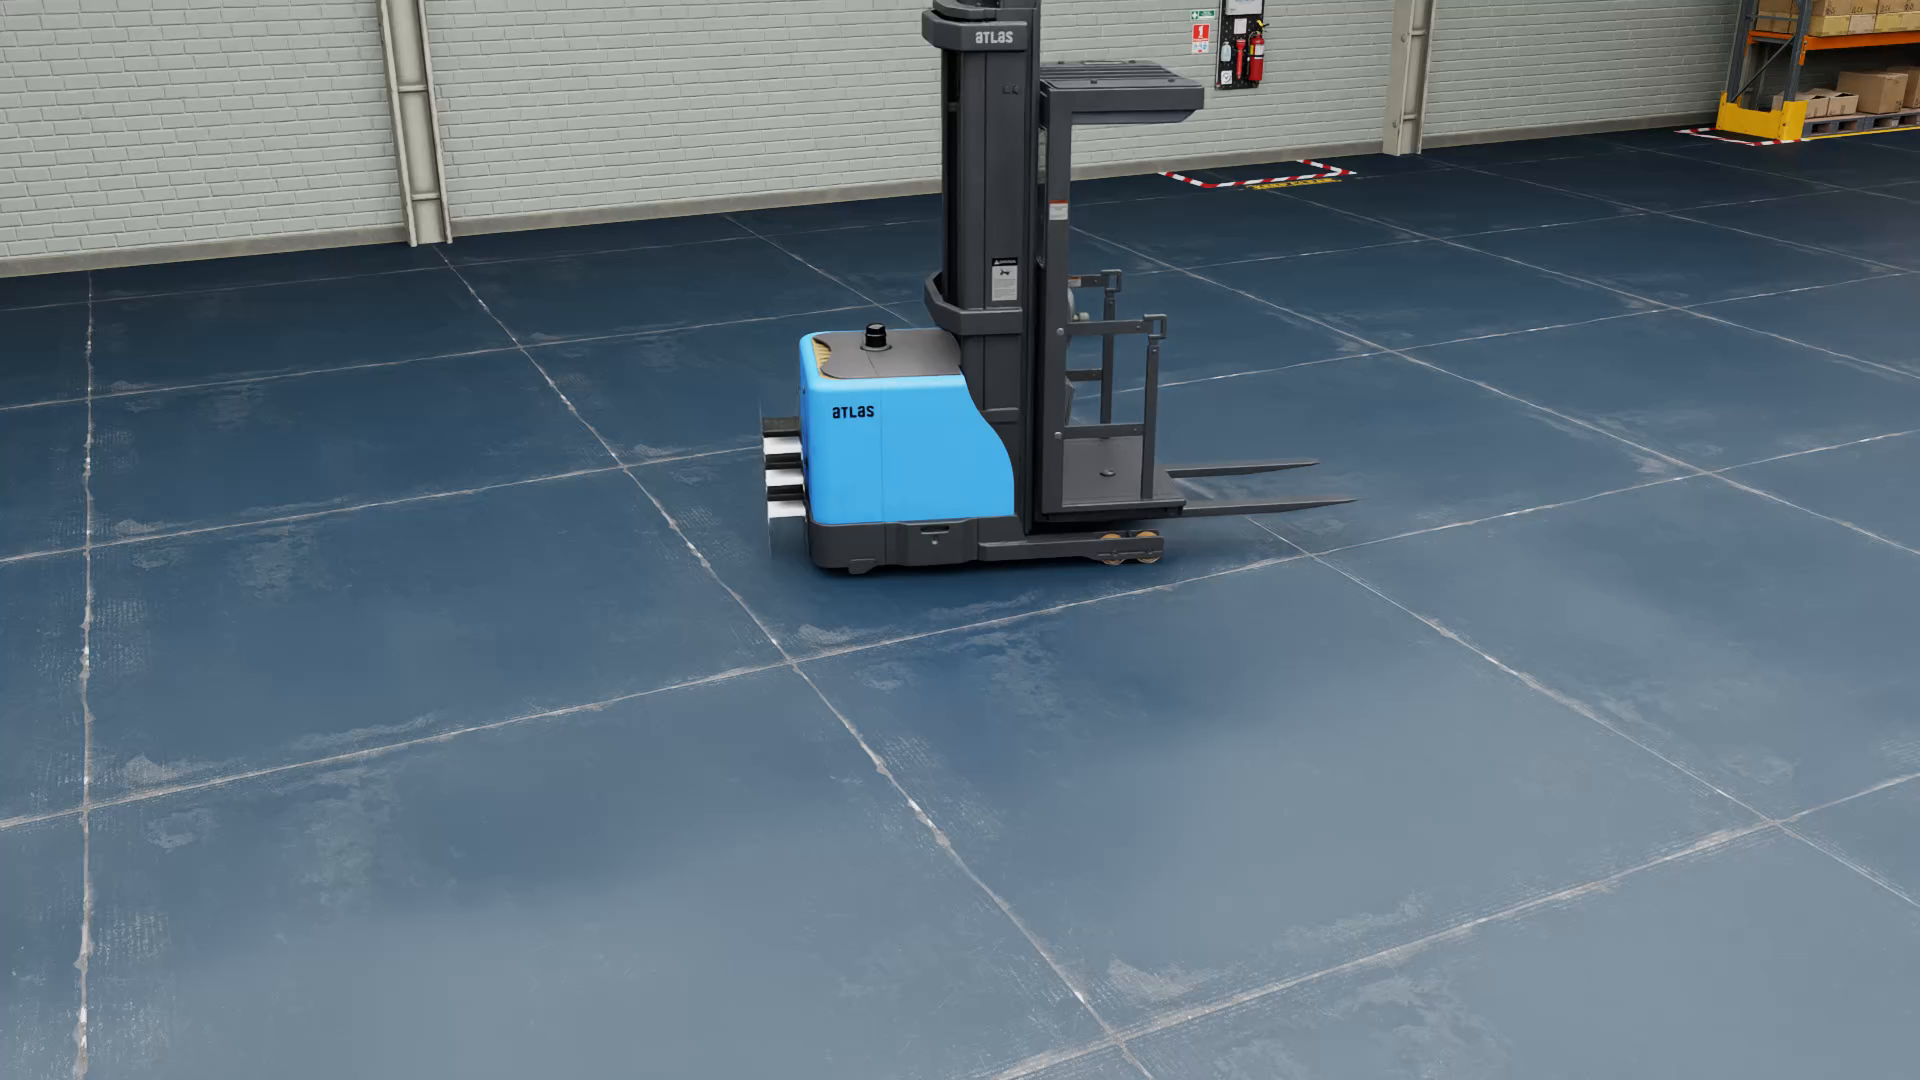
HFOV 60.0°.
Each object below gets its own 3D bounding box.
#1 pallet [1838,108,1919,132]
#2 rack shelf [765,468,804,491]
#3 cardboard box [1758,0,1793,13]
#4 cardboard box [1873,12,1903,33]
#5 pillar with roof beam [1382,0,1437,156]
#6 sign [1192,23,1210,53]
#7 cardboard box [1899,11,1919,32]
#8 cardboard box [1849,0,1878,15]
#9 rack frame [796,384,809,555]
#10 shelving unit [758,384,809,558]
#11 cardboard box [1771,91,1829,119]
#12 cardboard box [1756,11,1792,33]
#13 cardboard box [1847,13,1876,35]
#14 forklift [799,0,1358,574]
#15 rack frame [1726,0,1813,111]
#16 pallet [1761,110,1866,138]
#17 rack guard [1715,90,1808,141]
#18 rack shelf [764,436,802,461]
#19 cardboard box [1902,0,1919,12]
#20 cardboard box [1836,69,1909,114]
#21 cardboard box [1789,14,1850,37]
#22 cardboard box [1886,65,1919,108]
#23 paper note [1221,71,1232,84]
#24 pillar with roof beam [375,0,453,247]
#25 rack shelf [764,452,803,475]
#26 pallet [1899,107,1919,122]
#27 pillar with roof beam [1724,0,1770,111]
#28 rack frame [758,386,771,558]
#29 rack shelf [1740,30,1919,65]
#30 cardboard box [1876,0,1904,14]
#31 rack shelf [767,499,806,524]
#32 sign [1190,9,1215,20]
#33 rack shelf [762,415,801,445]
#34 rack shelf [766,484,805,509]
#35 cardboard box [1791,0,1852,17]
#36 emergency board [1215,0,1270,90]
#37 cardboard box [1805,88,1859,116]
[{"bbox_3d":[12.668,-5.936,23.313,1.213,0.211,1.003,-10,25,-24],"label":"pallet"},{"bbox_3d":[-0.950,-0.339,8.974,0.200,0.077,0.258,-4,23,-7],"label":"rack shelf"},{"bbox_3d":[11.087,-7.326,22.215,0.500,0.500,0.500,-11,25,-24],"label":"cardboard box"},{"bbox_3d":[12.255,-6.973,22.343,0.500,0.250,0.500,-11,25,-24],"label":"cardboard box"},{"bbox_3d":[7.471,-7.595,15.833,0.400,9.000,9.100,-10,25,-24],"label":"pillar with roof beam"},{"bbox_3d":[2.818,-5.870,19.463,0.234,0.329,0.001,-10,25,-24],"label":"sign"},{"bbox_3d":[12.712,-7.056,22.544,0.500,0.250,0.500,-10,25,-23],"label":"cardboard box"},{"bbox_3d":[11.765,-7.229,21.980,0.500,0.500,0.500,-10,25,-23],"label":"cardboard box"},{"bbox_3d":[-0.850,-0.377,8.974,0.006,0.900,0.240,-4,23,-7],"label":"rack frame"},{"bbox_3d":[-0.950,-0.370,8.961,0.210,0.900,0.258,-4,23,-7],"label":"shelving unit"},{"bbox_3d":[11.417,-5.933,22.601,0.500,0.311,0.500,-14,26,-30],"label":"cardboard box"},{"bbox_3d":[11.092,-6.972,22.342,0.500,0.250,0.500,-10,25,-23],"label":"cardboard box"},{"bbox_3d":[11.794,-6.891,22.144,0.500,0.250,0.500,-11,25,-25],"label":"cardboard box"},{"bbox_3d":[0.659,-1.416,8.838,3.031,2.935,1.130,-3,23,-8],"label":"forklift"},{"bbox_3d":[10.754,-6.888,21.968,0.127,3.000,1.000,-10,25,-24],"label":"rack frame"},{"bbox_3d":[11.570,-5.735,22.828,1.213,0.211,1.003,-10,25,-24],"label":"pallet"},{"bbox_3d":[10.823,-5.746,22.477,0.348,0.500,1.175,-10,25,-24],"label":"rack guard"},{"bbox_3d":[-0.953,-0.505,8.905,0.200,0.077,0.258,-4,23,-7],"label":"rack shelf"},{"bbox_3d":[12.693,-7.402,22.399,0.500,0.500,0.500,-10,24,-22],"label":"cardboard box"},{"bbox_3d":[12.613,-6.219,23.045,0.500,0.500,0.700,-12,25,-27],"label":"cardboard box"},{"bbox_3d":[11.332,-6.799,21.924,0.500,0.250,0.500,-11,25,-25],"label":"cardboard box"},{"bbox_3d":[13.441,-6.414,23.516,0.500,0.500,0.500,-12,26,-28],"label":"cardboard box"},{"bbox_3d":[3.171,-5.498,19.761,0.142,0.148,0.016,-10,25,-24],"label":"paper note"},{"bbox_3d":[-3.342,-5.605,11.024,0.400,9.000,9.100,-10,25,-24],"label":"pillar with roof beam"},{"bbox_3d":[-0.951,-0.422,8.939,0.200,0.077,0.258,-4,23,-7],"label":"rack shelf"},{"bbox_3d":[13.769,-6.139,23.806,1.213,0.211,1.003,-10,25,-24],"label":"pallet"},{"bbox_3d":[12.877,-8.591,18.237,0.400,9.000,9.100,-10,25,-24],"label":"pillar with roof beam"},{"bbox_3d":[-1.051,-0.362,8.948,0.006,0.900,0.240,-4,23,-7],"label":"rack frame"},{"bbox_3d":[12.557,-6.887,22.907,4.000,0.370,1.077,-10,25,-24],"label":"rack shelf"},{"bbox_3d":[12.233,-7.312,22.182,0.500,0.500,0.500,-11,25,-25],"label":"cardboard box"},{"bbox_3d":[-0.947,-0.173,9.043,0.200,0.077,0.258,-4,23,-7],"label":"rack shelf"},{"bbox_3d":[2.826,-6.113,19.357,0.331,0.109,0.001,-10,25,-24],"label":"sign"},{"bbox_3d":[-0.955,-0.588,8.870,0.200,0.077,0.258,-4,23,-7],"label":"rack shelf"},{"bbox_3d":[-0.948,-0.256,9.009,0.200,0.077,0.258,-4,23,-7],"label":"rack shelf"},{"bbox_3d":[11.315,-7.150,21.791,0.500,0.500,0.500,-10,25,-24],"label":"cardboard box"},{"bbox_3d":[3.360,-5.910,19.606,0.643,1.169,0.194,-10,25,-24],"label":"emergency board"},{"bbox_3d":[11.931,-6.027,22.829,0.500,0.311,0.500,-8,24,-19],"label":"cardboard box"}]
